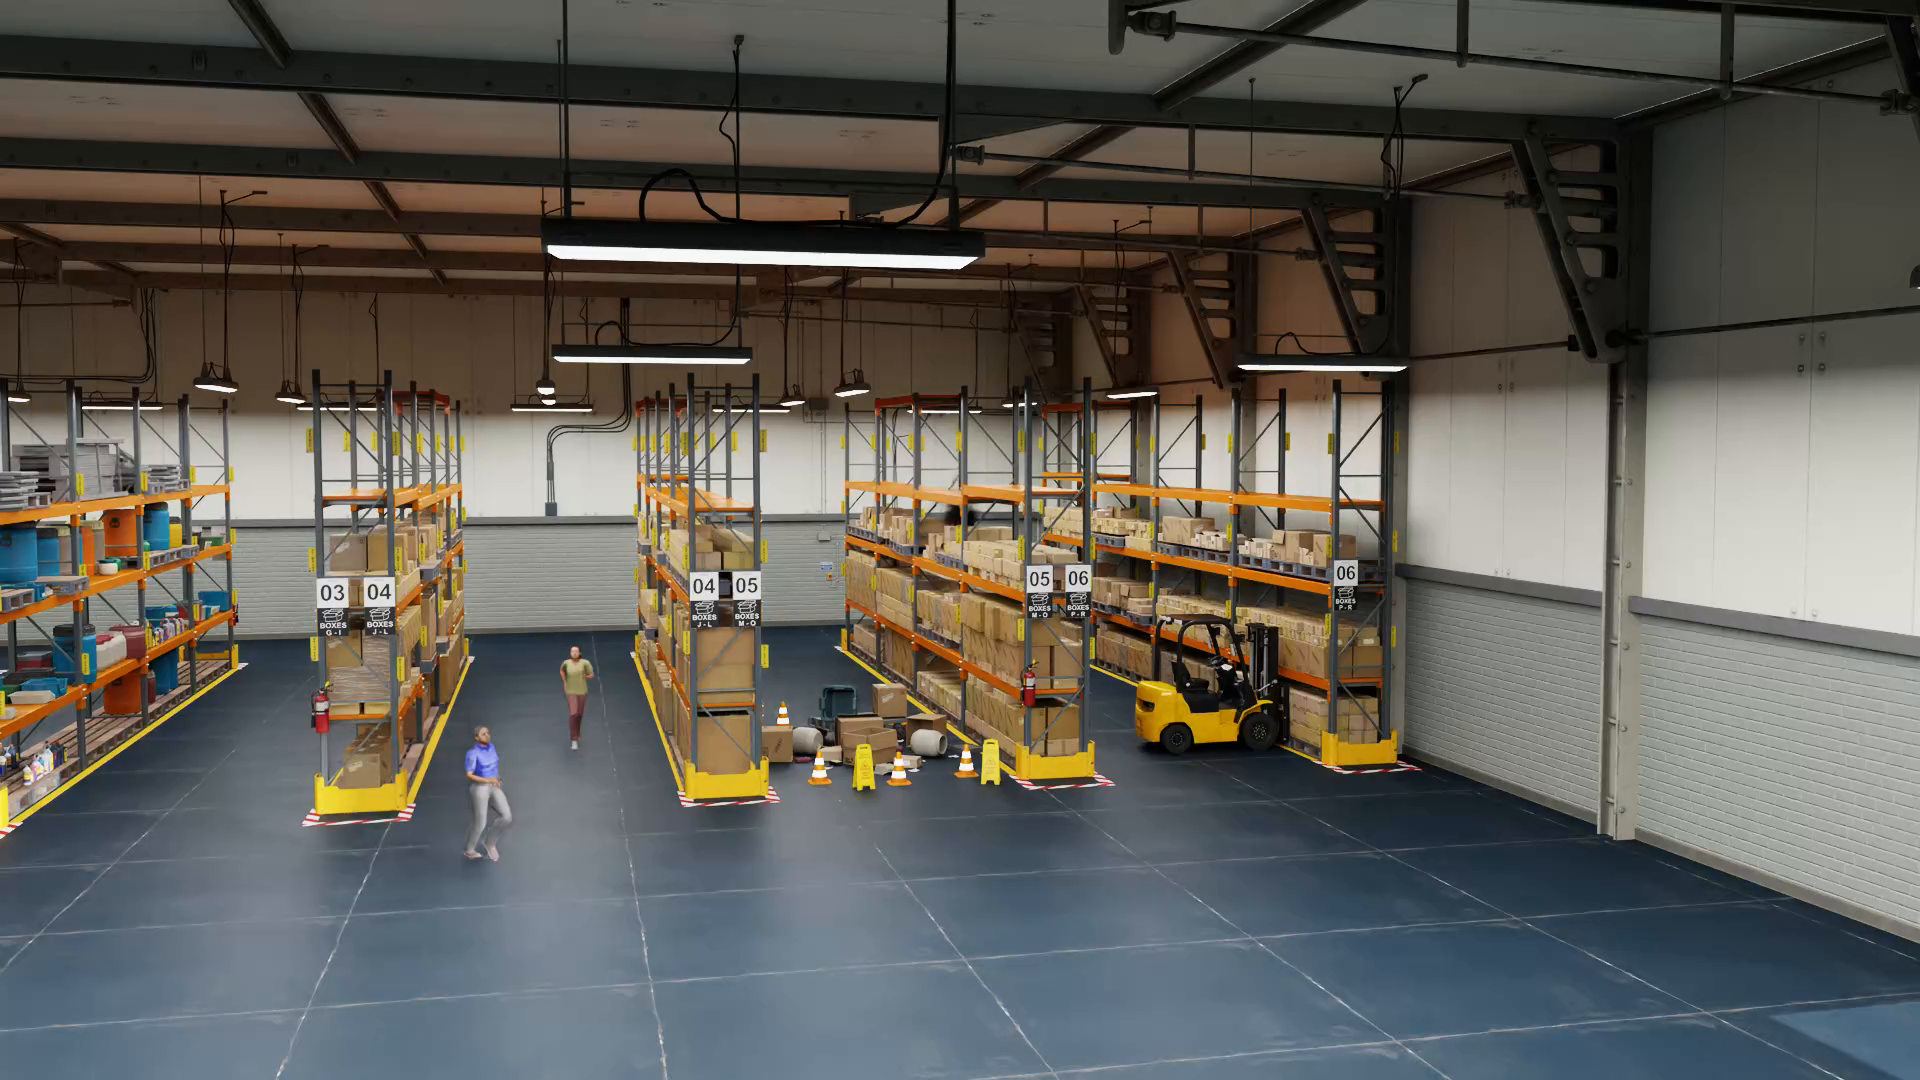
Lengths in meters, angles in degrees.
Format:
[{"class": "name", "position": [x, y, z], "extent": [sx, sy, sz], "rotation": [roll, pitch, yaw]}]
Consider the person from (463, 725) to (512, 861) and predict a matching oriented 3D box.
[{"class": "person", "position": [-5.694, 3.037, 19.960], "extent": [0.654, 1.653, 0.576], "rotation": [2, 4, 32]}]

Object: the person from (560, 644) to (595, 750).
[{"class": "person", "position": [-6.337, 2.581, 27.588], "extent": [0.549, 1.725, 0.793], "rotation": [-1, 3, -18]}]
